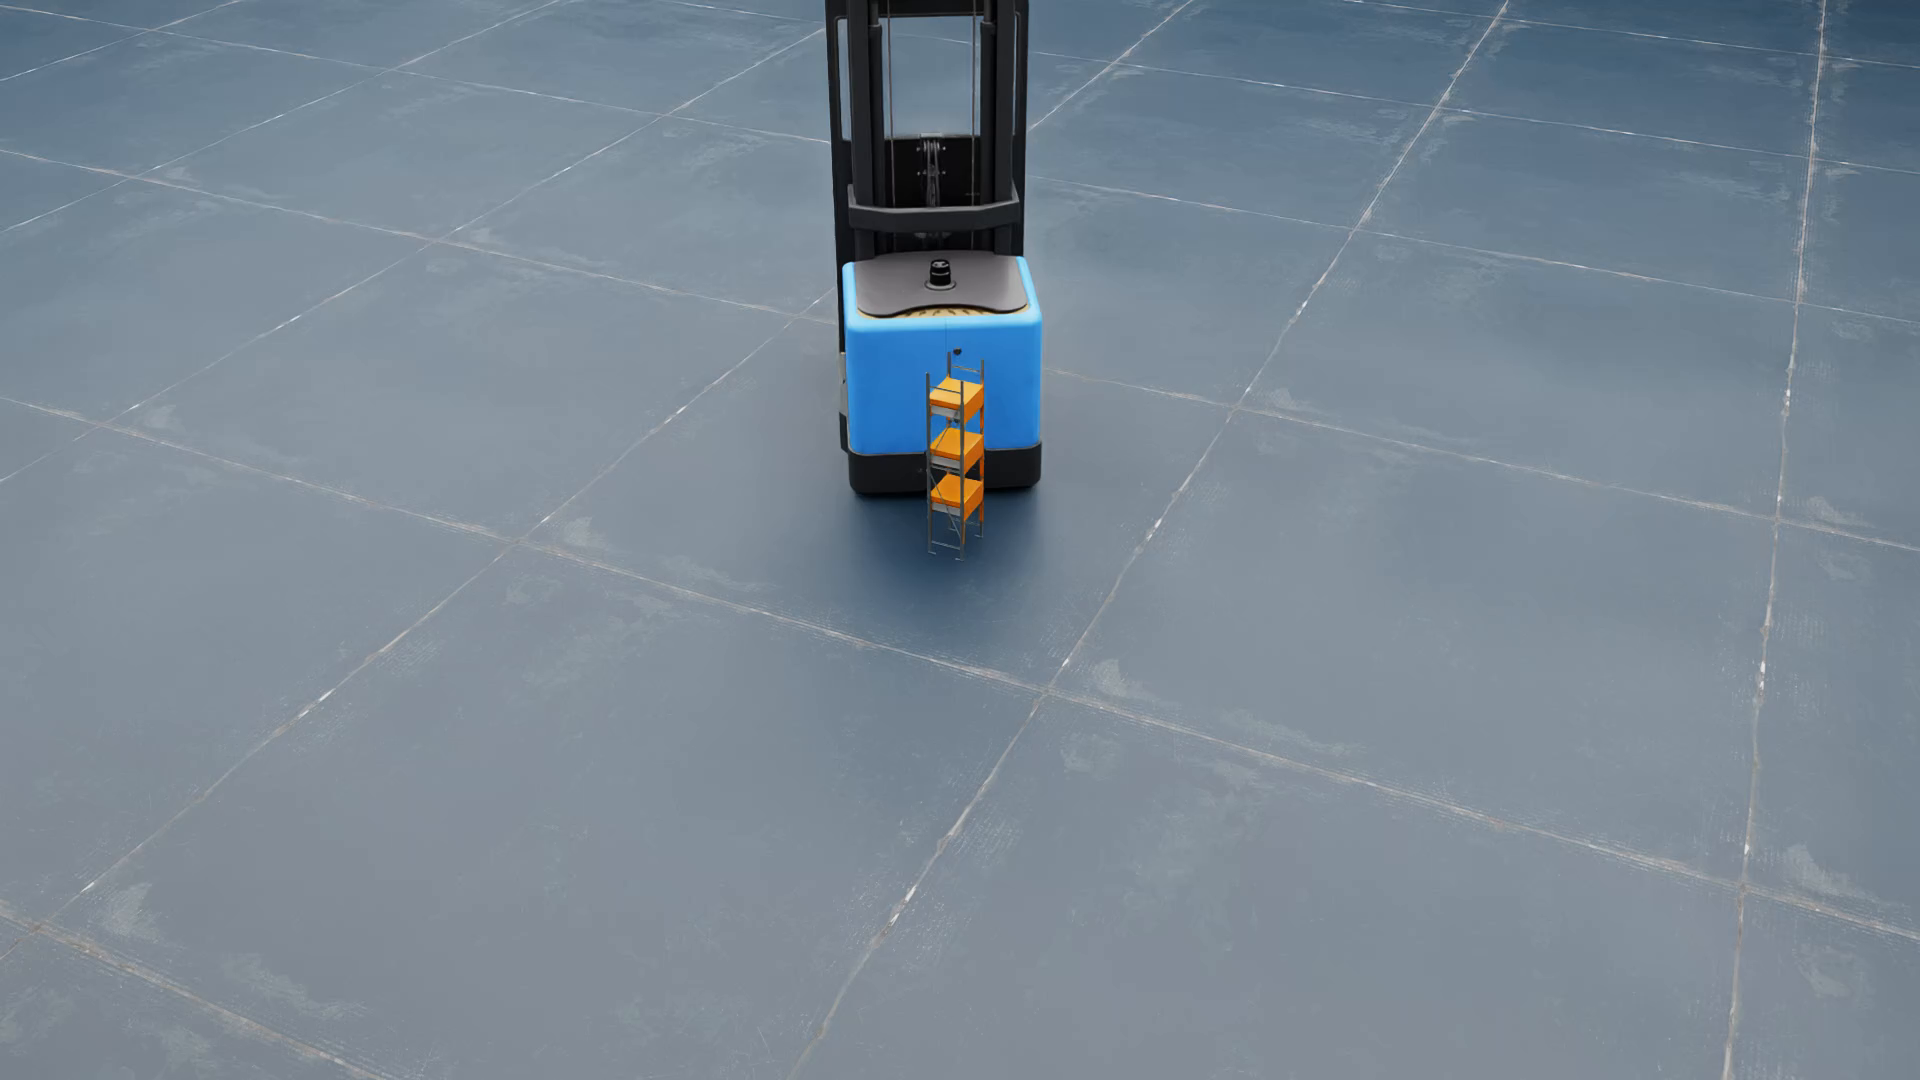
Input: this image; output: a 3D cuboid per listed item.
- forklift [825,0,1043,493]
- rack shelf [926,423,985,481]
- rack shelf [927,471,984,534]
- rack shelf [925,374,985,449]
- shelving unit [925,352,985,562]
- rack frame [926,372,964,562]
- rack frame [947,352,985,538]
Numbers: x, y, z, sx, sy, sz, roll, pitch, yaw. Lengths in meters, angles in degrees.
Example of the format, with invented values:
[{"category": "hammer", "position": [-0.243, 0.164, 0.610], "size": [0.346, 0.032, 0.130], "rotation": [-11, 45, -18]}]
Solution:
[{"category": "forklift", "position": [-0.198, -2.265, 9.531], "size": [1.130, 2.935, 3.031], "rotation": [-3, 33, -4]}, {"category": "rack shelf", "position": [-0.022, -0.404, 8.427], "size": [0.215, 0.259, 0.240], "rotation": [14, 36, 20]}, {"category": "rack shelf", "position": [-0.022, -0.171, 8.580], "size": [0.215, 0.259, 0.240], "rotation": [14, 36, 20]}, {"category": "rack shelf", "position": [-0.022, -0.641, 8.272], "size": [0.215, 0.259, 0.240], "rotation": [14, 36, 20]}, {"category": "shelving unit", "position": [-0.022, -0.412, 8.421], "size": [0.215, 1.050, 0.252], "rotation": [14, 36, 20]}, {"category": "rack frame", "position": [-0.073, -0.352, 8.329], "size": [0.200, 1.050, 0.008], "rotation": [14, 36, 20]}, {"category": "rack frame", "position": [0.029, -0.473, 8.514], "size": [0.200, 1.050, 0.008], "rotation": [14, 36, 20]}]
